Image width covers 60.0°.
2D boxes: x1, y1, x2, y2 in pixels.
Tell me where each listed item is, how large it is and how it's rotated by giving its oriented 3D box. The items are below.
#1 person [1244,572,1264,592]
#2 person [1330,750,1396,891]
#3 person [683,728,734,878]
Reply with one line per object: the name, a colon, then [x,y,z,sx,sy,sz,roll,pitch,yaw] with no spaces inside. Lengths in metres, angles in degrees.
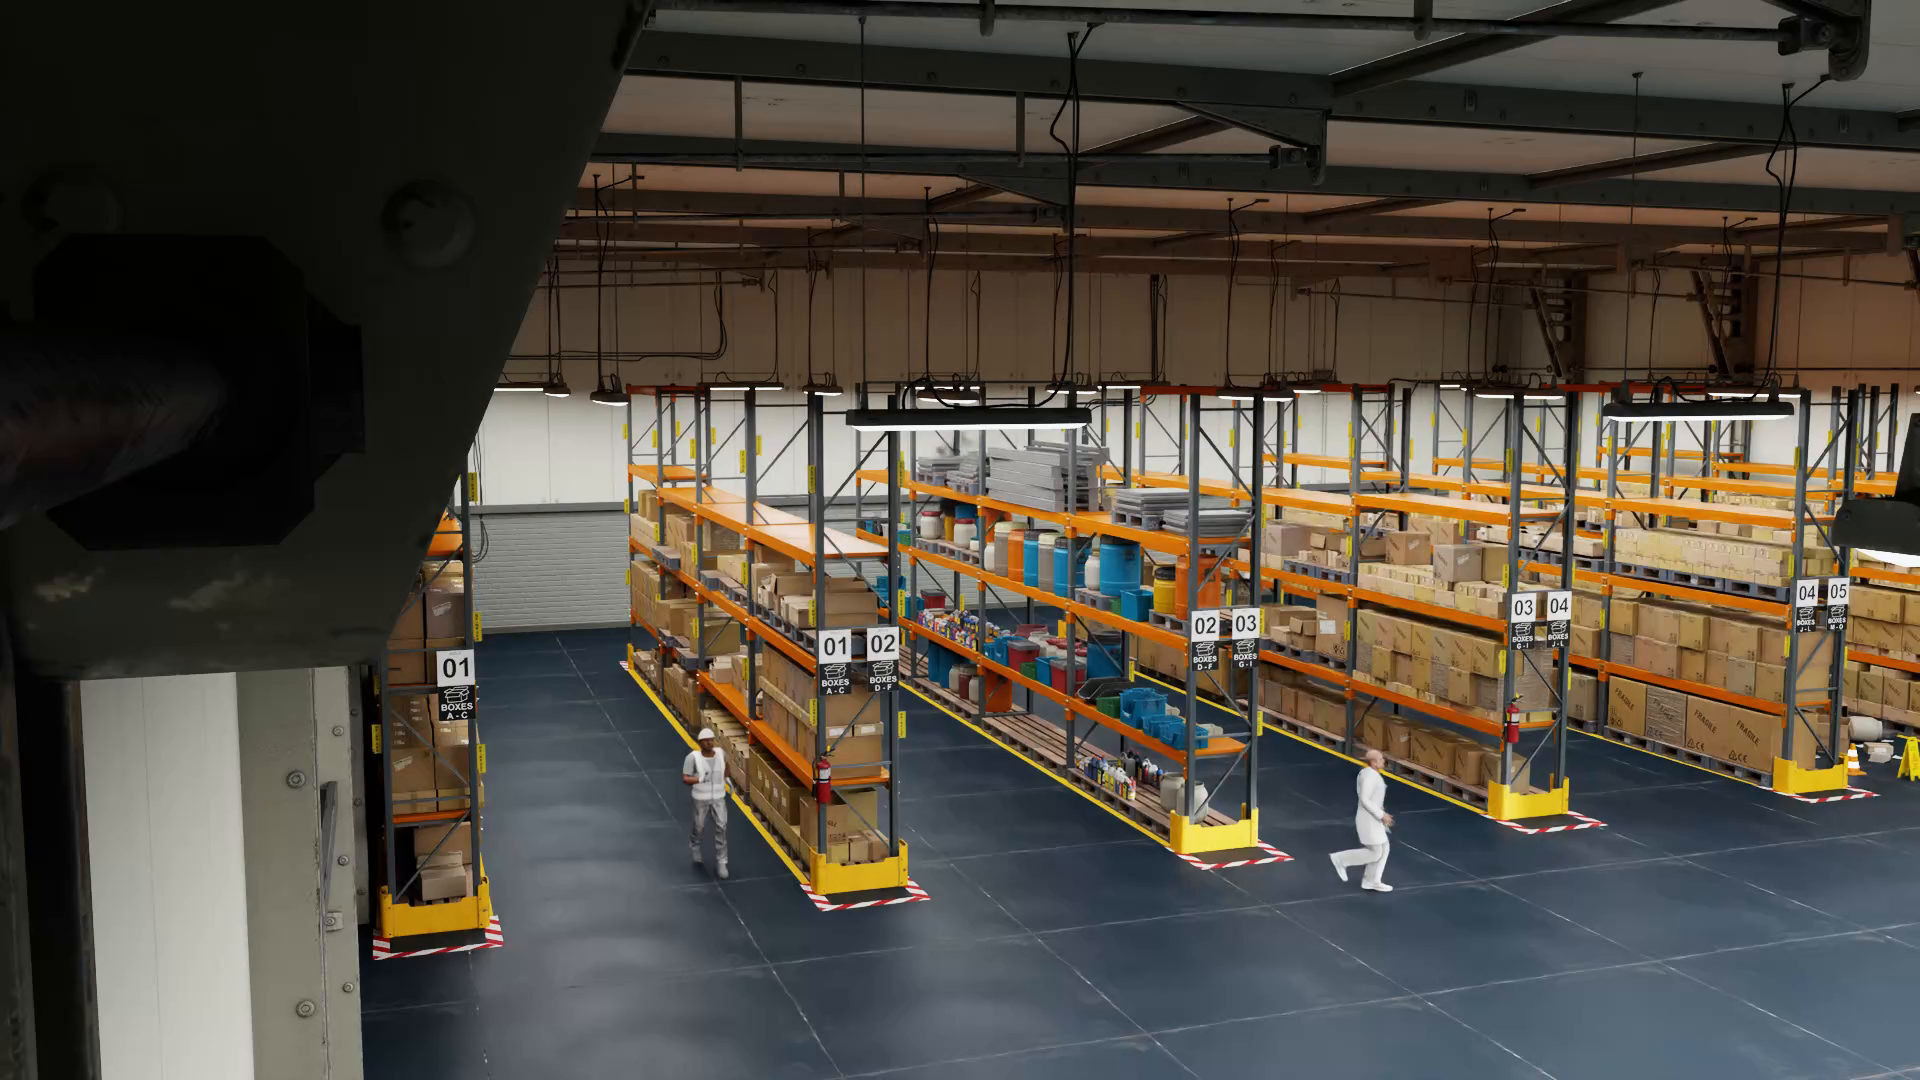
person: [7.292,1.264,41.231,0.901,1.693,0.634,-2,6,-21]
person: [4.891,3.393,20.186,0.753,1.730,0.699,1,6,13]
person: [-3.166,3.259,20.928,0.674,1.800,0.938,-3,6,-23]
